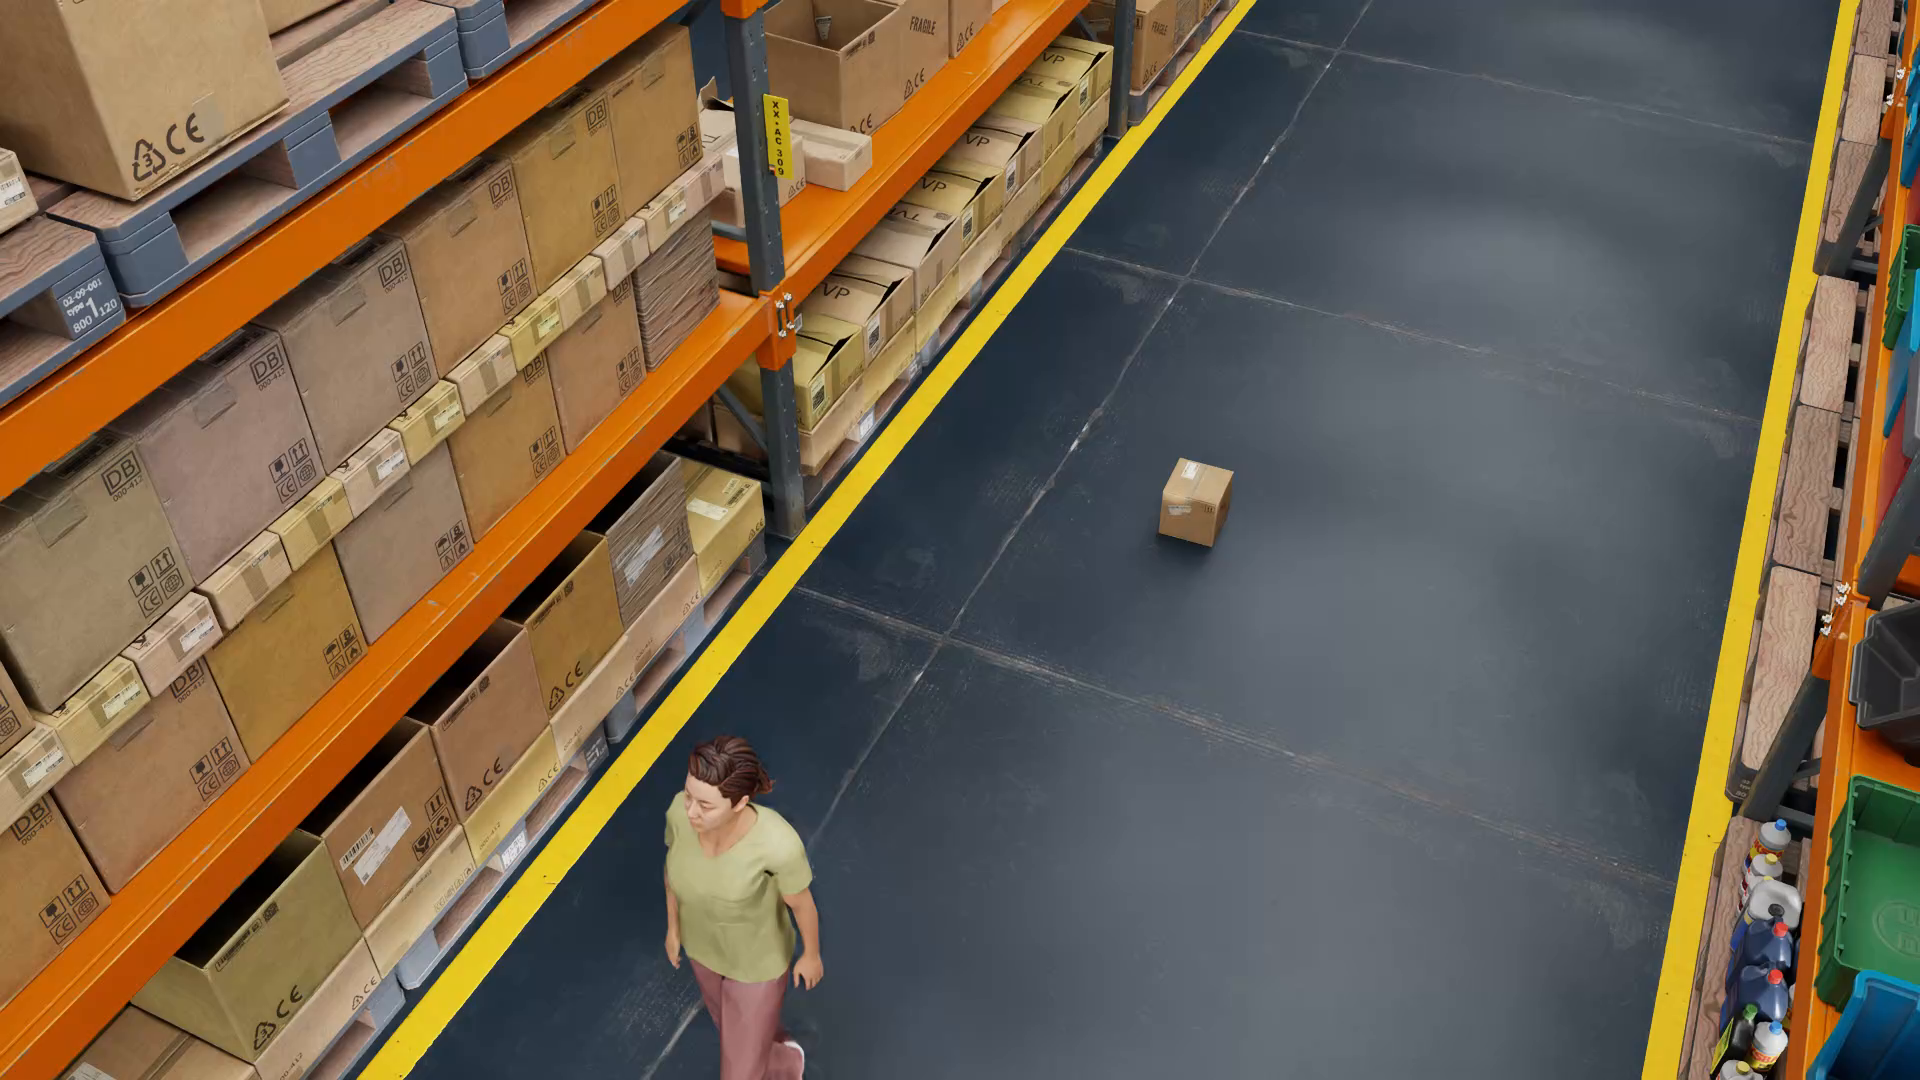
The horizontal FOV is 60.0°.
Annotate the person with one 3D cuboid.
[{"bbox_3d":[-0.664,1.208,4.803,0.475,1.690,0.469,22,46,22],"label":"person"}]
